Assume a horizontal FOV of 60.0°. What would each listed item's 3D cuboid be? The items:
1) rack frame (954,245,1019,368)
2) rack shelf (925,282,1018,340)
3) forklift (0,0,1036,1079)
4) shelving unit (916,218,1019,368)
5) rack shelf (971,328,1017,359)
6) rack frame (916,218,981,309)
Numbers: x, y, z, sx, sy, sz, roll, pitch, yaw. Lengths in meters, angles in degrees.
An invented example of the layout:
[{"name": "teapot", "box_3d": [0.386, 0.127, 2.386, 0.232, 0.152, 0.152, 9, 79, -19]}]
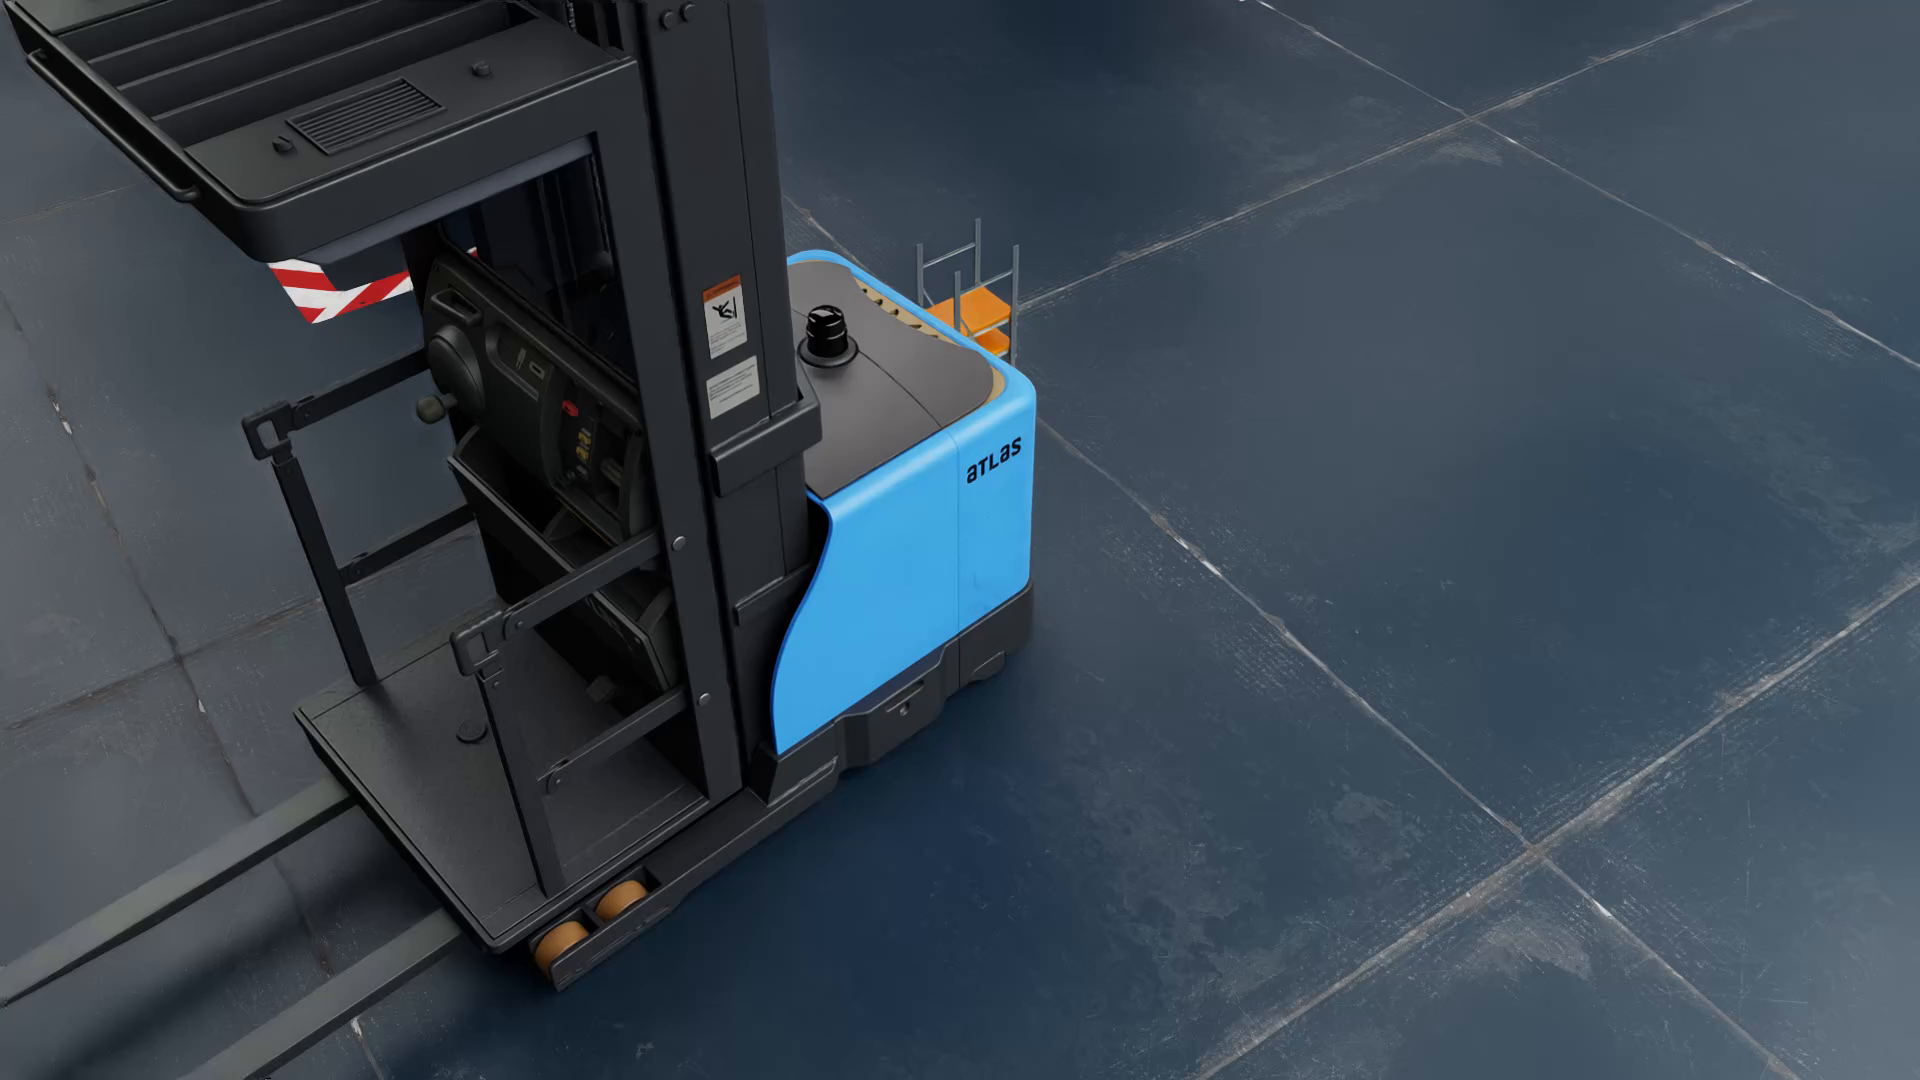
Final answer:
[{"name": "rack frame", "box_3d": [0.078, -0.390, 5.289, 0.240, 1.200, 0.006, -28, 50, -26]}, {"name": "rack shelf", "box_3d": [0.022, -0.668, 5.124, 0.258, 0.103, 0.180, -28, 50, -26]}, {"name": "forklift", "box_3d": [-1.191, -0.274, 3.915, 3.031, 2.935, 1.130, -33, 53, -30]}, {"name": "shelving unit", "box_3d": [0.022, -0.440, 5.342, 0.258, 1.200, 0.189, -28, 50, -26]}, {"name": "rack shelf", "box_3d": [0.022, -0.581, 5.207, 0.258, 0.103, 0.180, -28, 50, -26]}, {"name": "rack frame", "box_3d": [-0.034, -0.490, 5.394, 0.240, 1.200, 0.006, -28, 50, -26]}]
